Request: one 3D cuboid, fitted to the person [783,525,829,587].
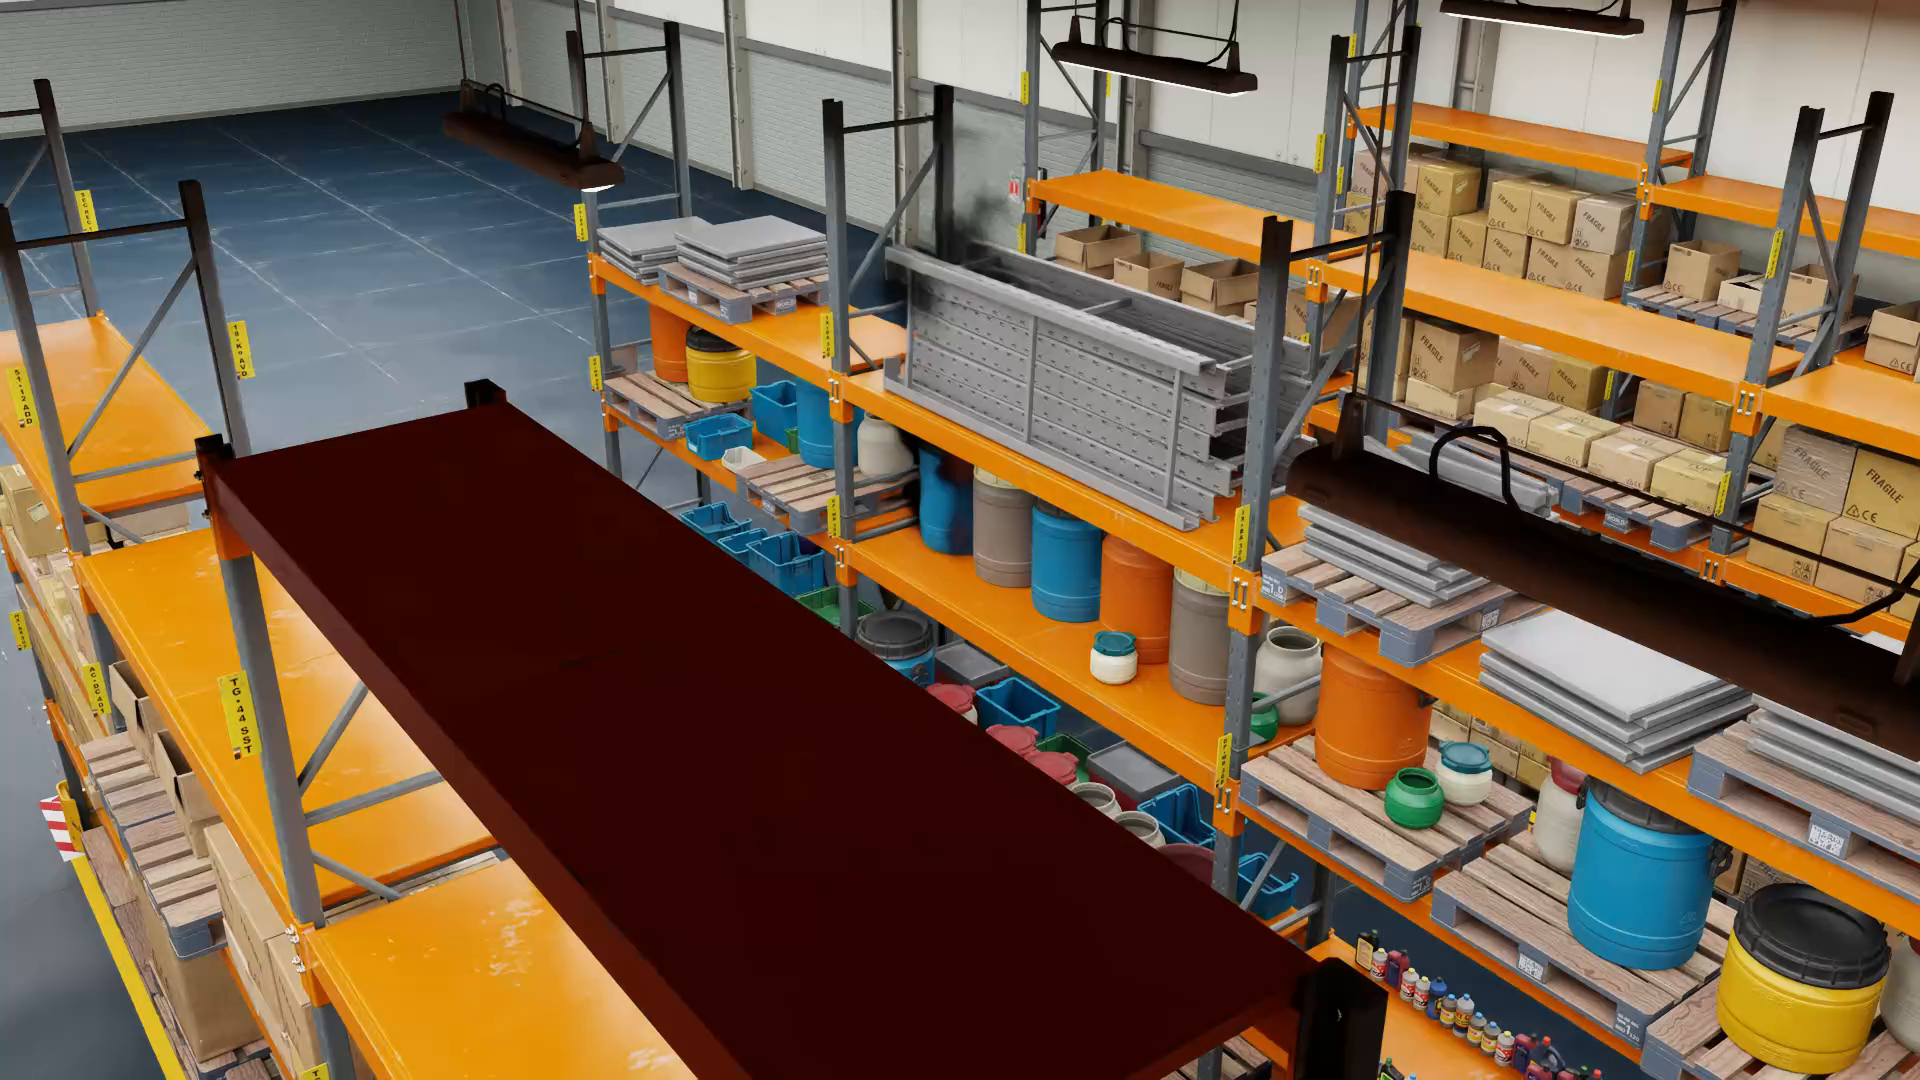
[{"bbox_3d":[-1.584,0.001,16.990,0.654,1.576,0.532,-21,32,-37],"label":"person"}]

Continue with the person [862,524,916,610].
[{"bbox_3d":[-0.780,0.021,16.188,0.680,1.807,0.786,-19,31,-35],"label":"person"}]
